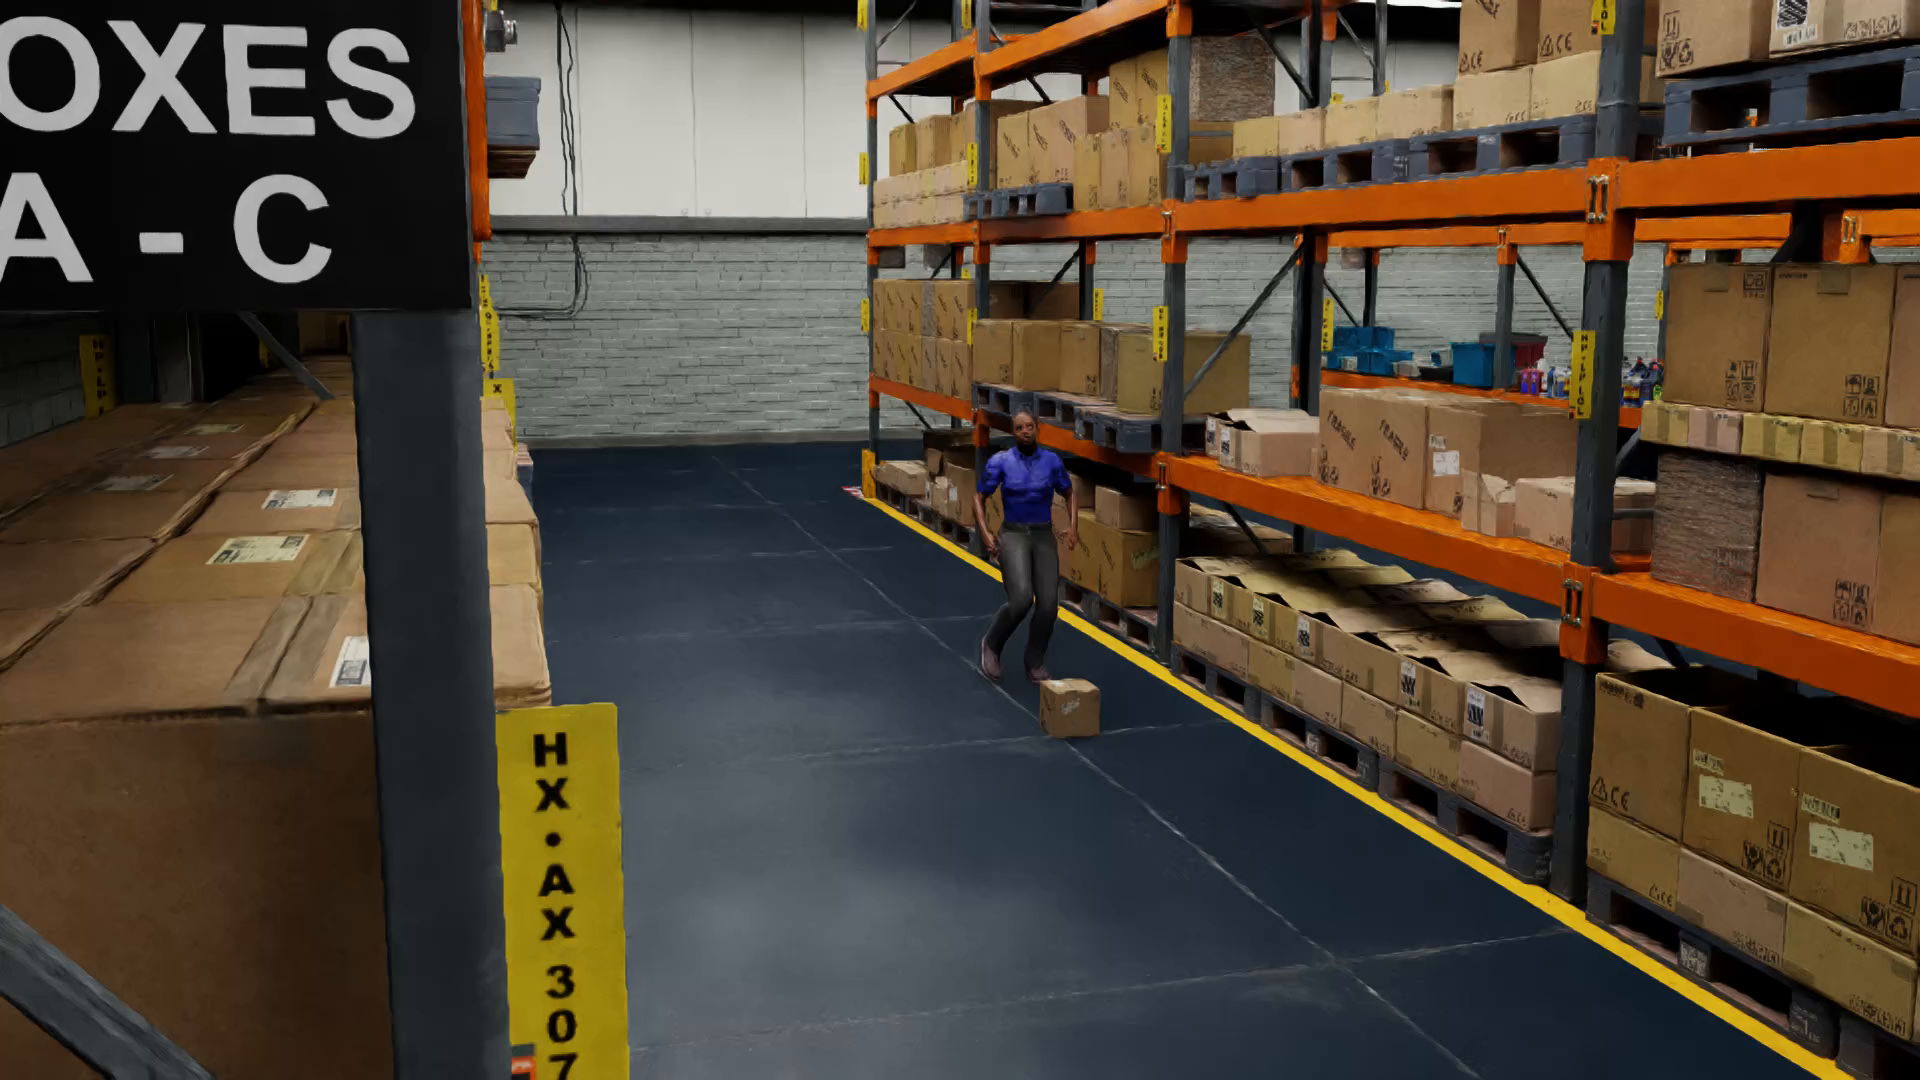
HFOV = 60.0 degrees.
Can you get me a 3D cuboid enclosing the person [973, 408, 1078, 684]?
[{"bbox_3d":[0.428,0.042,9.775,0.624,1.626,0.474,-4,10,-22],"label":"person"}]
